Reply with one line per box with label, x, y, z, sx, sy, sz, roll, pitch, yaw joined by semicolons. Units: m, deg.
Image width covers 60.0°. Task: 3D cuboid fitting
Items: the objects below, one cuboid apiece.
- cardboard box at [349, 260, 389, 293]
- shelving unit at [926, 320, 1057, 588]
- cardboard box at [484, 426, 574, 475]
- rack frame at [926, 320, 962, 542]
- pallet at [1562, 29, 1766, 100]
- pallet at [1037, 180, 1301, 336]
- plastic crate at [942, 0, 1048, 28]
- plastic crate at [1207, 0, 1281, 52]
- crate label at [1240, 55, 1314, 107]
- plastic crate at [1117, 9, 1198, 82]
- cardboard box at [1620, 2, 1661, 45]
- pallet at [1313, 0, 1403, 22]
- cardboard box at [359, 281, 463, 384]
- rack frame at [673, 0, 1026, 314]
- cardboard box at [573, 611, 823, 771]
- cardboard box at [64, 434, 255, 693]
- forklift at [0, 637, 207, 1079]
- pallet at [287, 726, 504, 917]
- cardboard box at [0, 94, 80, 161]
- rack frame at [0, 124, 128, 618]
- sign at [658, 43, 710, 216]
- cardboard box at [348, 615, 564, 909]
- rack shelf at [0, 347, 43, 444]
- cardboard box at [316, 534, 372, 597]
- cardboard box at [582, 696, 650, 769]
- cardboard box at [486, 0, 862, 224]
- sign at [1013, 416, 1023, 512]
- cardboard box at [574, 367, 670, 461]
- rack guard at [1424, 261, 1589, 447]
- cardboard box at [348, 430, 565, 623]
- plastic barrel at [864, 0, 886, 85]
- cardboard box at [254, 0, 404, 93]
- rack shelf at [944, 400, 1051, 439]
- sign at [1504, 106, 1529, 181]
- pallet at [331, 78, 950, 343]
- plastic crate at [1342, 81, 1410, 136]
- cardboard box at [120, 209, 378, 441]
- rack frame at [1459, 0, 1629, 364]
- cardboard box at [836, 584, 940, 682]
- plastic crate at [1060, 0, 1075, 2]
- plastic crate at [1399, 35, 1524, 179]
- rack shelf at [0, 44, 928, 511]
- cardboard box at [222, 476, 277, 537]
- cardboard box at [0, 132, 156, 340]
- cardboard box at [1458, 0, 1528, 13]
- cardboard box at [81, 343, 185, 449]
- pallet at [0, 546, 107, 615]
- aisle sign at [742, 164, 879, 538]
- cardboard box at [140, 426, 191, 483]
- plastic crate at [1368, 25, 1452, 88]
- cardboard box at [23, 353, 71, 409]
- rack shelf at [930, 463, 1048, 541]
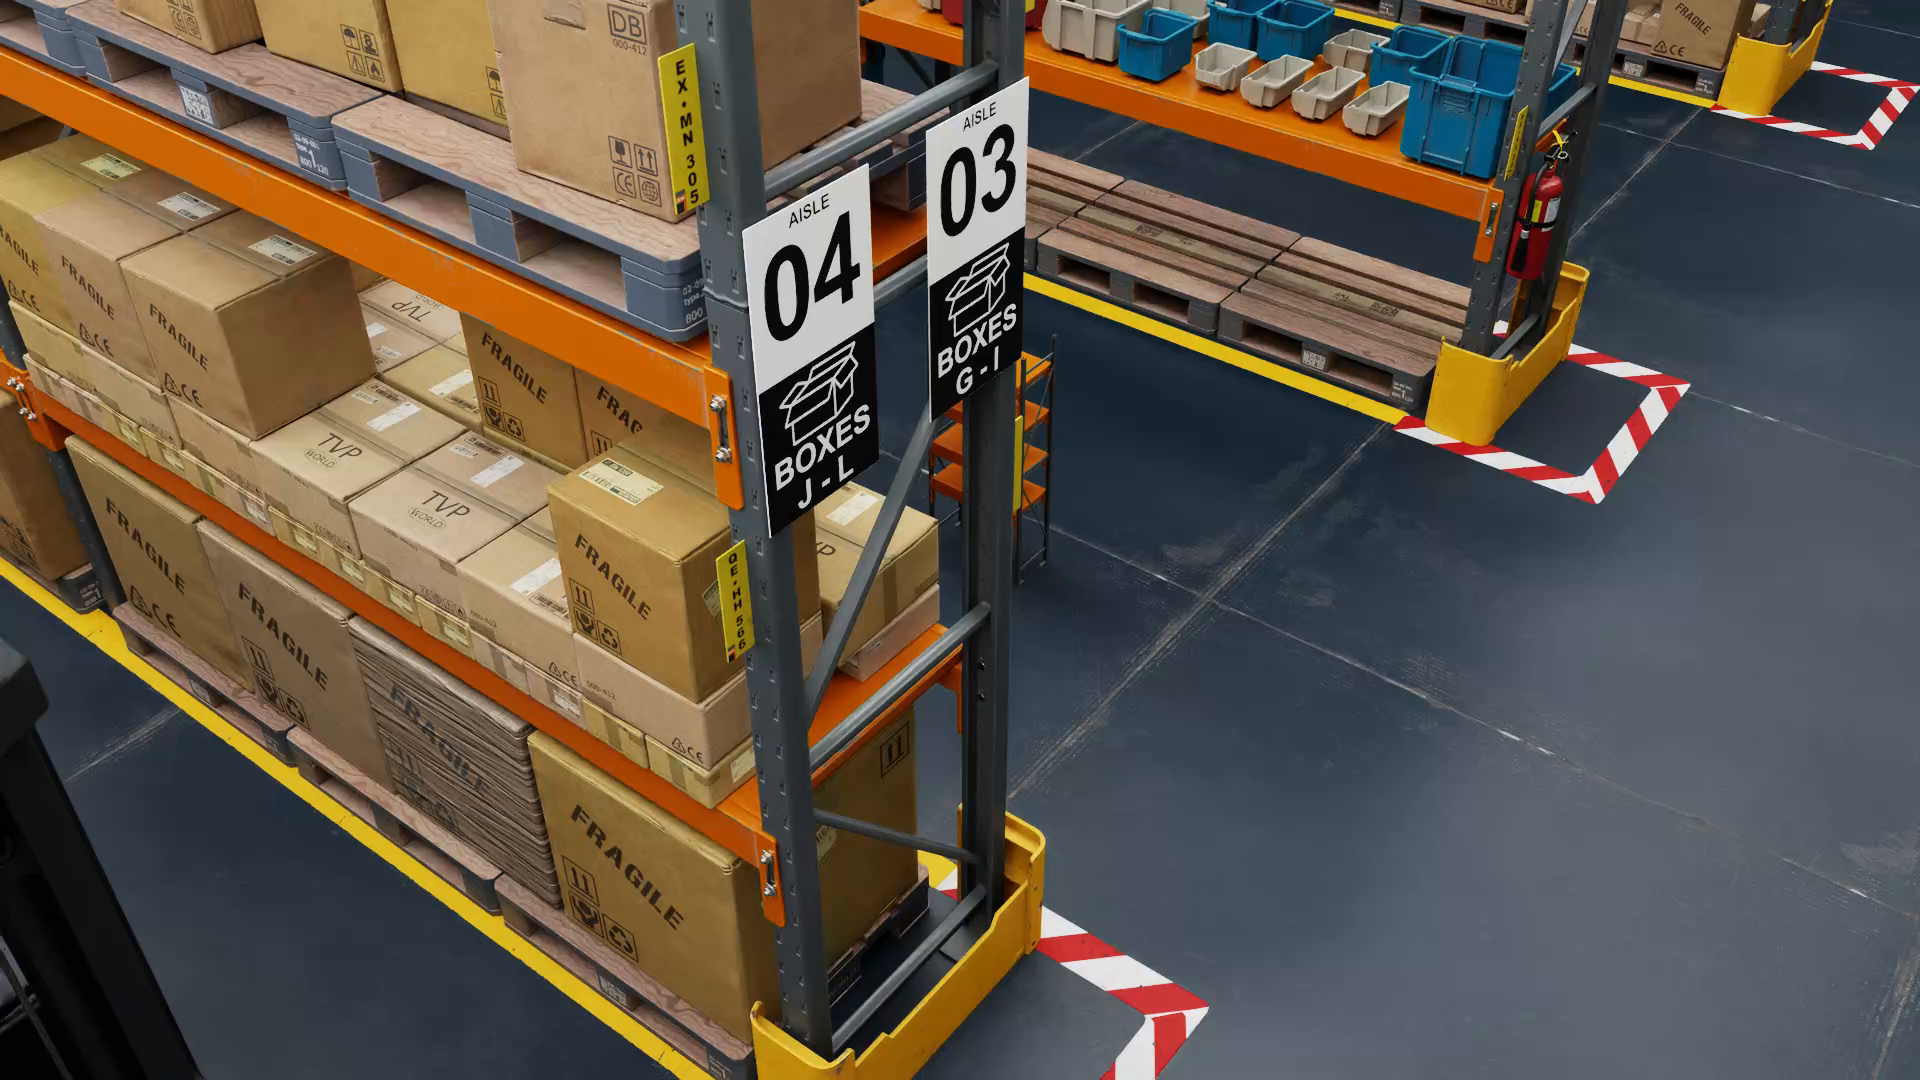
cardboard box;-2.449;-1.182;6.099;0.500;0.500;0.500;26;45;29
shelving unit;0.131;-0.410;7.301;0.503;1.200;0.258;25;45;29
cardboard box;-1.226;-0.313;5.597;0.500;0.250;0.500;24;44;27
rack frame;-0.062;-0.502;7.418;0.015;1.200;0.240;25;45;29
pallet;5.132;-3.640;12.228;1.213;0.211;1.003;25;45;29
pallet;1.218;-1.674;9.717;1.213;0.211;1.003;25;45;29
plastic crate;0.194;-3.077;9.146;0.583;0.464;0.402;25;45;29
plastic crate;1.534;-2.804;8.985;0.300;0.233;0.416;25;45;29
crate label;1.599;-2.332;8.460;0.243;0.136;0.396;25;45;29
plastic crate;1.027;-2.588;8.710;0.300;0.233;0.416;25;45;29
cardboard box;4.978;-3.748;12.045;0.250;0.166;0.380;25;45;29
pallet;3.194;-4.553;13.395;1.213;0.211;1.003;25;45;29
cardboard box;-2.044;-0.697;6.088;0.500;0.250;0.500;26;45;29
rack frame;-0.195;-1.924;2.908;0.127;3.000;1.000;25;45;29
cardboard box;-0.741;0.329;4.778;0.500;0.250;0.500;25;44;28
cardboard box;-2.897;-0.102;6.830;0.875;0.875;0.875;25;45;29
forklift;-2.521;1.209;3.828;3.031;2.935;1.130;24;44;28
pallet;-1.842;0.818;6.534;1.213;0.211;1.003;25;45;29
cardboard box;-3.884;-1.729;6.631;0.637;0.503;0.797;24;44;27
rack frame;-3.372;-1.060;6.671;0.127;3.000;1.000;25;45;29
sign;-0.536;-0.800;3.251;0.005;0.325;0.100;25;45;29
cardboard box;-1.475;0.568;5.974;0.875;0.875;0.875;25;45;29
rack shelf;-4.961;-1.526;7.849;4.000;0.370;1.077;25;45;29
cardboard box;-1.892;-0.008;5.530;0.250;0.149;0.380;26;45;29
cardboard box;-0.885;0.468;4.922;0.250;0.149;0.380;26;45;29
cardboard box;-0.641;-1.155;3.857;0.500;0.500;0.700;23;43;26
sign;0.147;-0.203;4.810;0.005;0.325;0.100;25;45;29
cardboard box;-0.809;-0.414;5.118;0.500;0.500;0.500;24;44;28
rack guard;2.841;-1.000;8.622;0.348;0.500;1.175;25;45;29
cardboard box;-1.548;-0.052;5.264;0.500;0.250;0.500;24;44;27
plastic barrel;-0.785;-3.036;10.557;0.708;0.901;0.600;25;45;29
cardboard box;-1.454;-1.595;4.418;0.500;0.500;0.700;22;43;26
rack shelf;0.131;-0.534;7.205;0.480;0.148;0.258;25;45;29
sign;2.493;-1.776;7.453;0.005;0.325;0.100;25;45;29
pallet;-0.791;-0.981;4.208;1.213;0.211;1.003;25;45;29
plastic crate;2.056;-2.124;8.194;0.243;0.136;0.396;25;45;29
cardboard box;-2.344;-0.728;5.519;0.500;0.500;0.500;24;44;27
rack frame;2.814;-1.987;7.855;0.127;3.000;1.000;25;45;29
cardboard box;-0.276;0.243;5.211;0.250;0.149;0.380;26;45;29
plastic crate;0.689;-3.113;9.467;0.590;0.125;0.437;25;45;29
plastic crate;2.435;-2.059;7.869;0.499;0.435;0.616;25;45;29
rack shelf;-1.784;-1.209;5.011;4.000;0.370;1.077;25;45;29
cardboard box;-2.309;-0.202;5.779;0.250;0.149;0.380;26;45;29
cardboard box;-3.147;-1.109;6.005;0.500;0.500;0.500;25;45;29
cardboard box;4.145;-4.398;12.603;0.637;0.503;0.797;25;45;29
cardboard box;-2.766;-0.625;5.995;0.500;0.250;0.500;25;44;28
pallet;-4.031;-0.214;7.852;1.213;0.211;1.003;25;45;29
aisle sign;-0.320;-0.412;3.734;0.004;0.787;0.394;25;45;29
cardboard box;-2.711;-0.393;6.022;0.250;0.149;0.380;24;44;27
plastic crate;2.295;-2.445;8.527;0.300;0.233;0.416;25;45;29
cardboard box;-3.339;-0.687;6.398;0.250;0.149;0.380;25;45;29
rack shelf;0.131;-0.201;7.465;0.480;0.148;0.258;25;45;29
